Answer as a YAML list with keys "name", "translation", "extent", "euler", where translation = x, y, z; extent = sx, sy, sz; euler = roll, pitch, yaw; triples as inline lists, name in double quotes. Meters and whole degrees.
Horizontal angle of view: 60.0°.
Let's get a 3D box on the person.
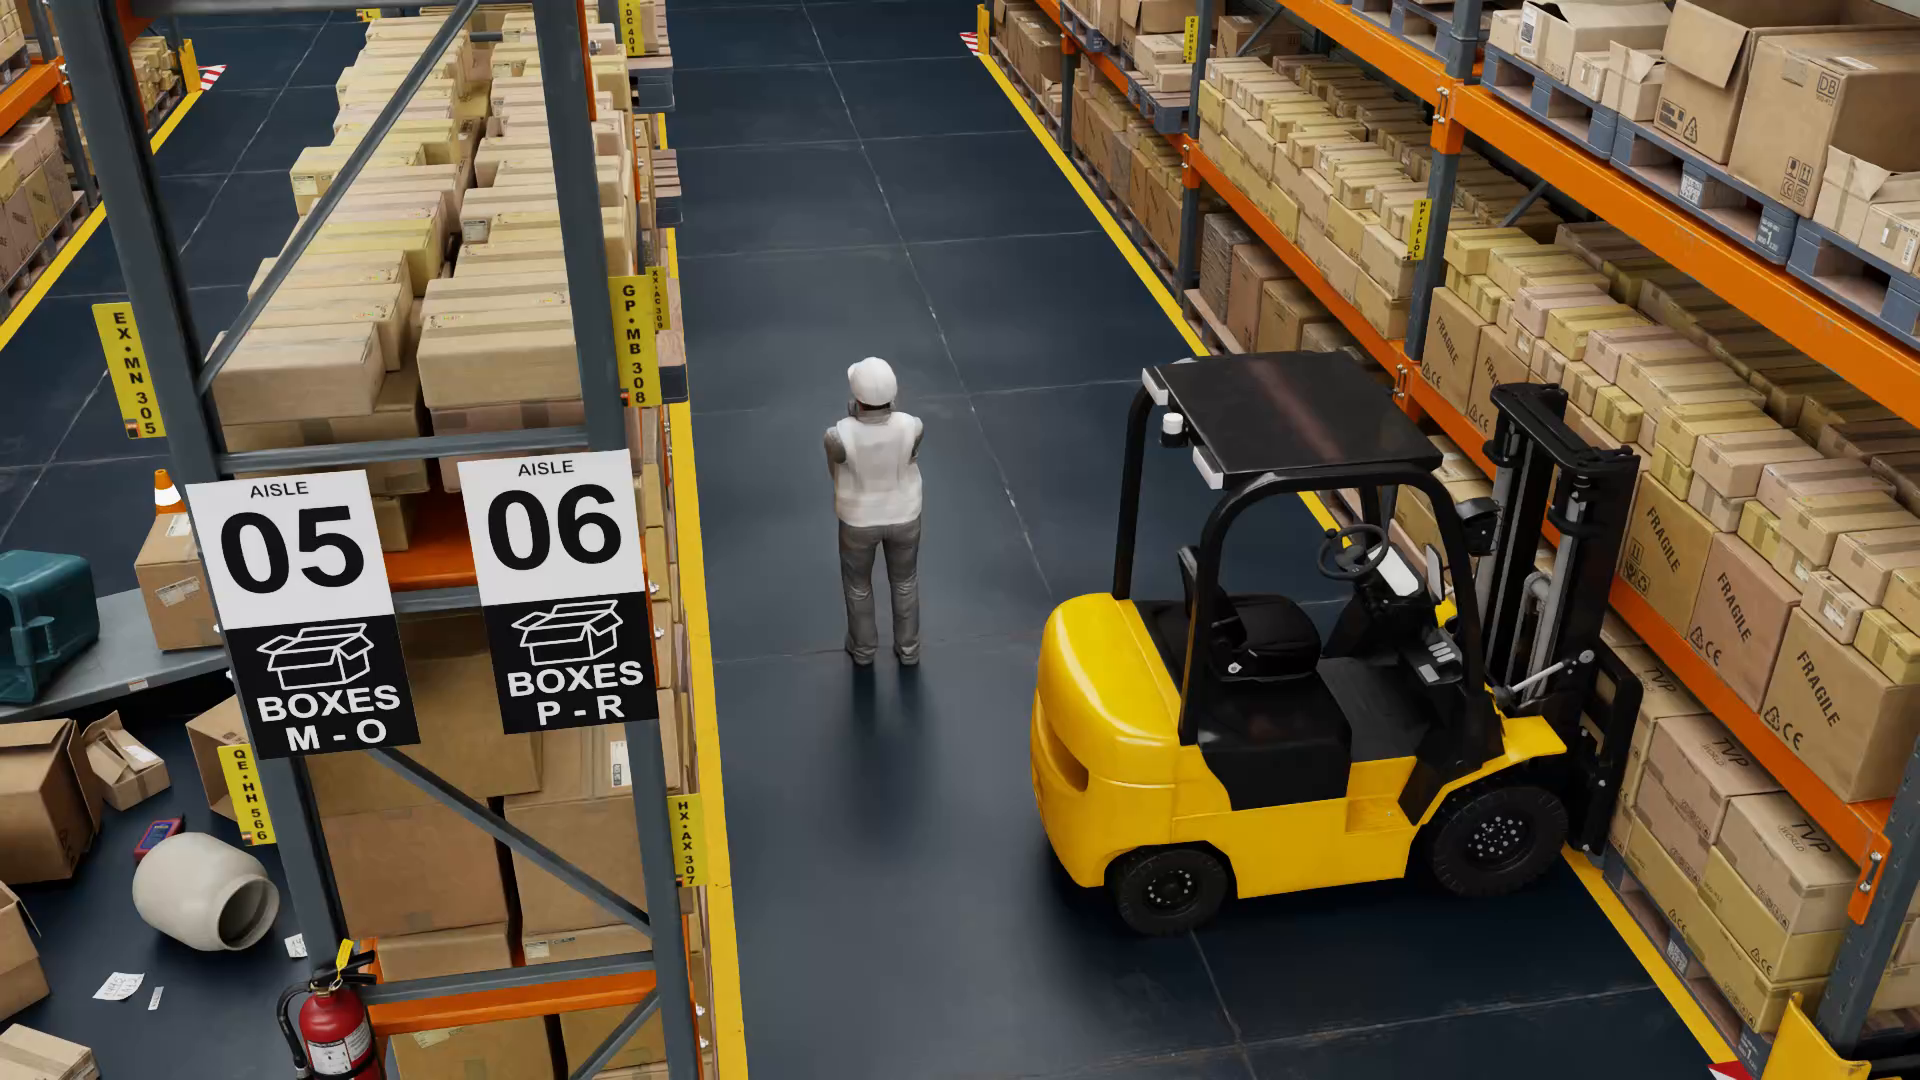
- name: "person"
  translation: [-0.445, -0.174, 8.417]
  extent: [0.494, 1.762, 0.562]
  euler: [-7, 31, -12]
